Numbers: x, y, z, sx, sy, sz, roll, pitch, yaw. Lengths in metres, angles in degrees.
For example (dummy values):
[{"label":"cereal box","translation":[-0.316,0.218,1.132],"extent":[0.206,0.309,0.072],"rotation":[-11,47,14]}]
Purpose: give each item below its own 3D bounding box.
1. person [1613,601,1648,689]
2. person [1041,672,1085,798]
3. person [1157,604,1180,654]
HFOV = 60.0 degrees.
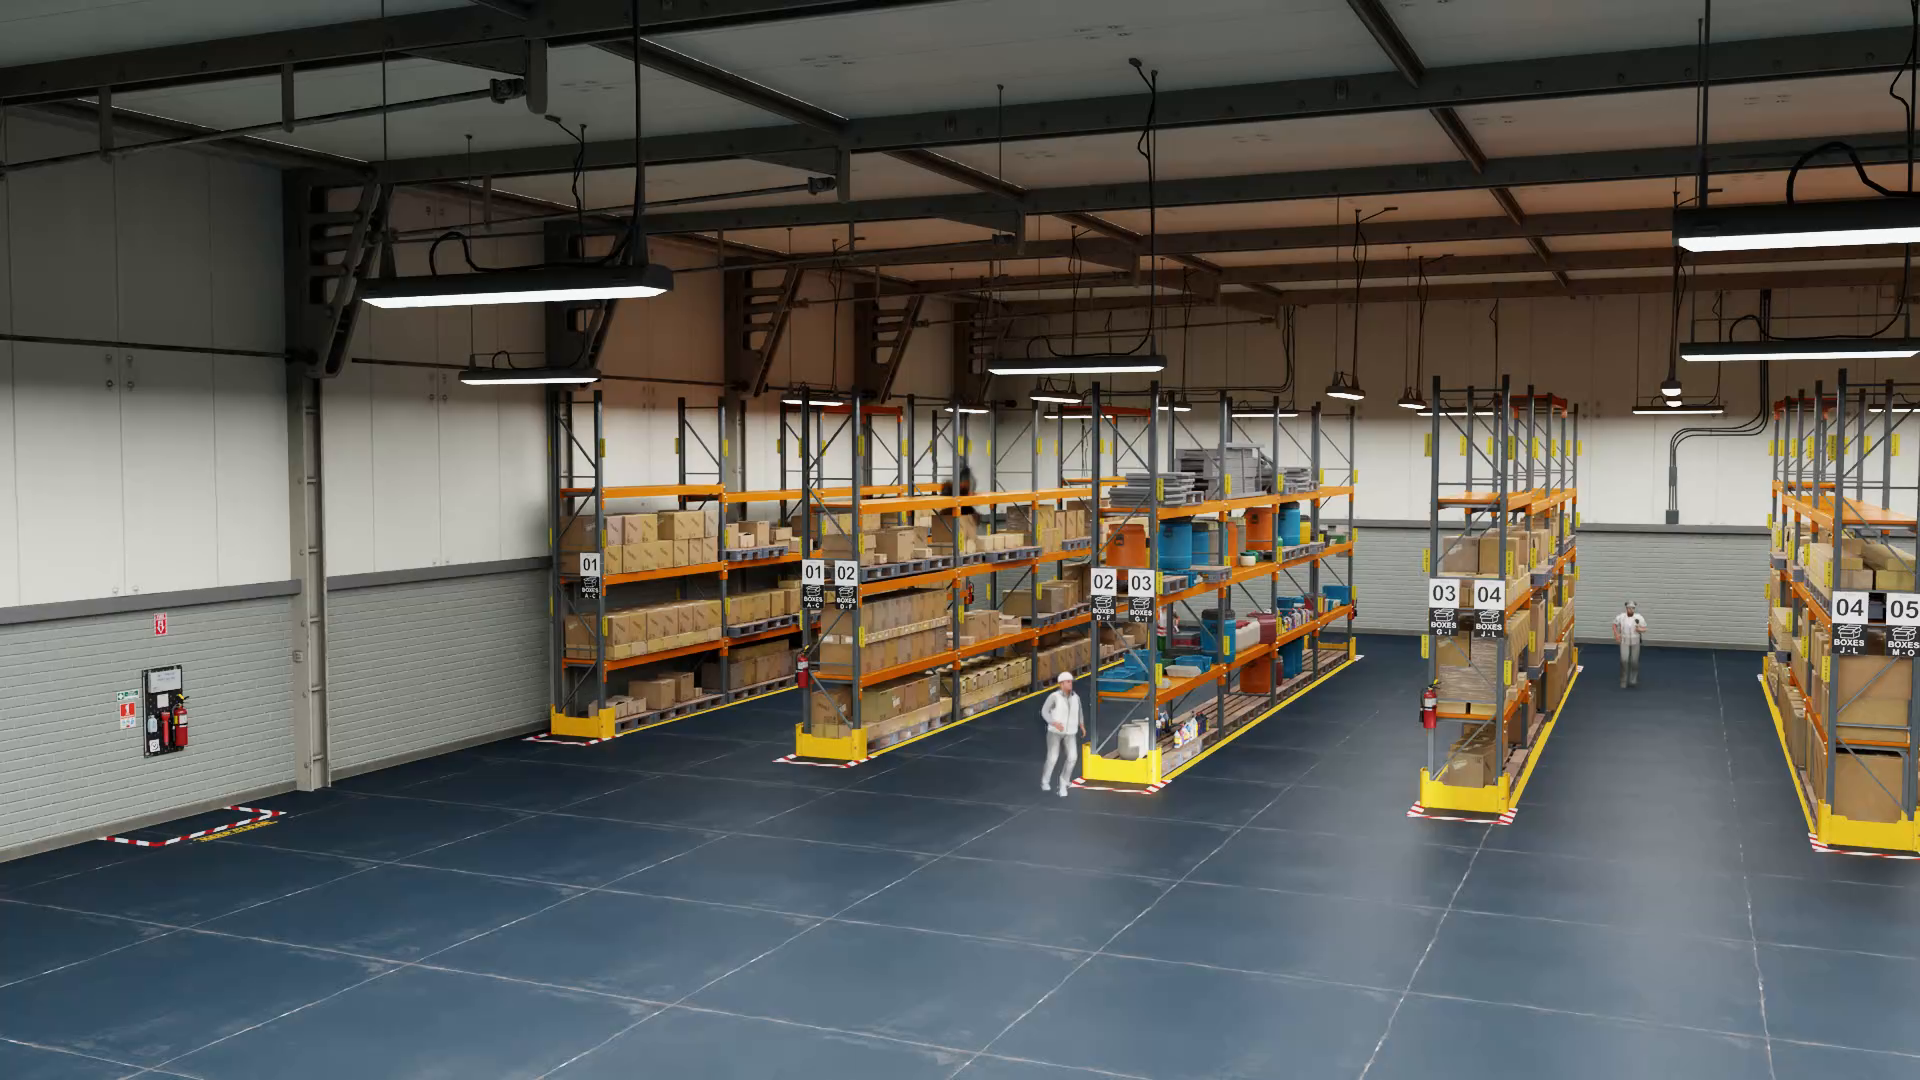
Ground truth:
[{"label":"person","translation":[14.039,2.187,34.825],"extent":[0.660,1.845,0.782],"rotation":[1,3,18]},{"label":"person","translation":[1.513,2.806,24.056],"extent":[0.702,1.770,0.645],"rotation":[-1,3,-16]},{"label":"person","translation":[4.404,2.093,35.920],"extent":[0.644,1.806,0.915],"rotation":[1,3,10]}]
